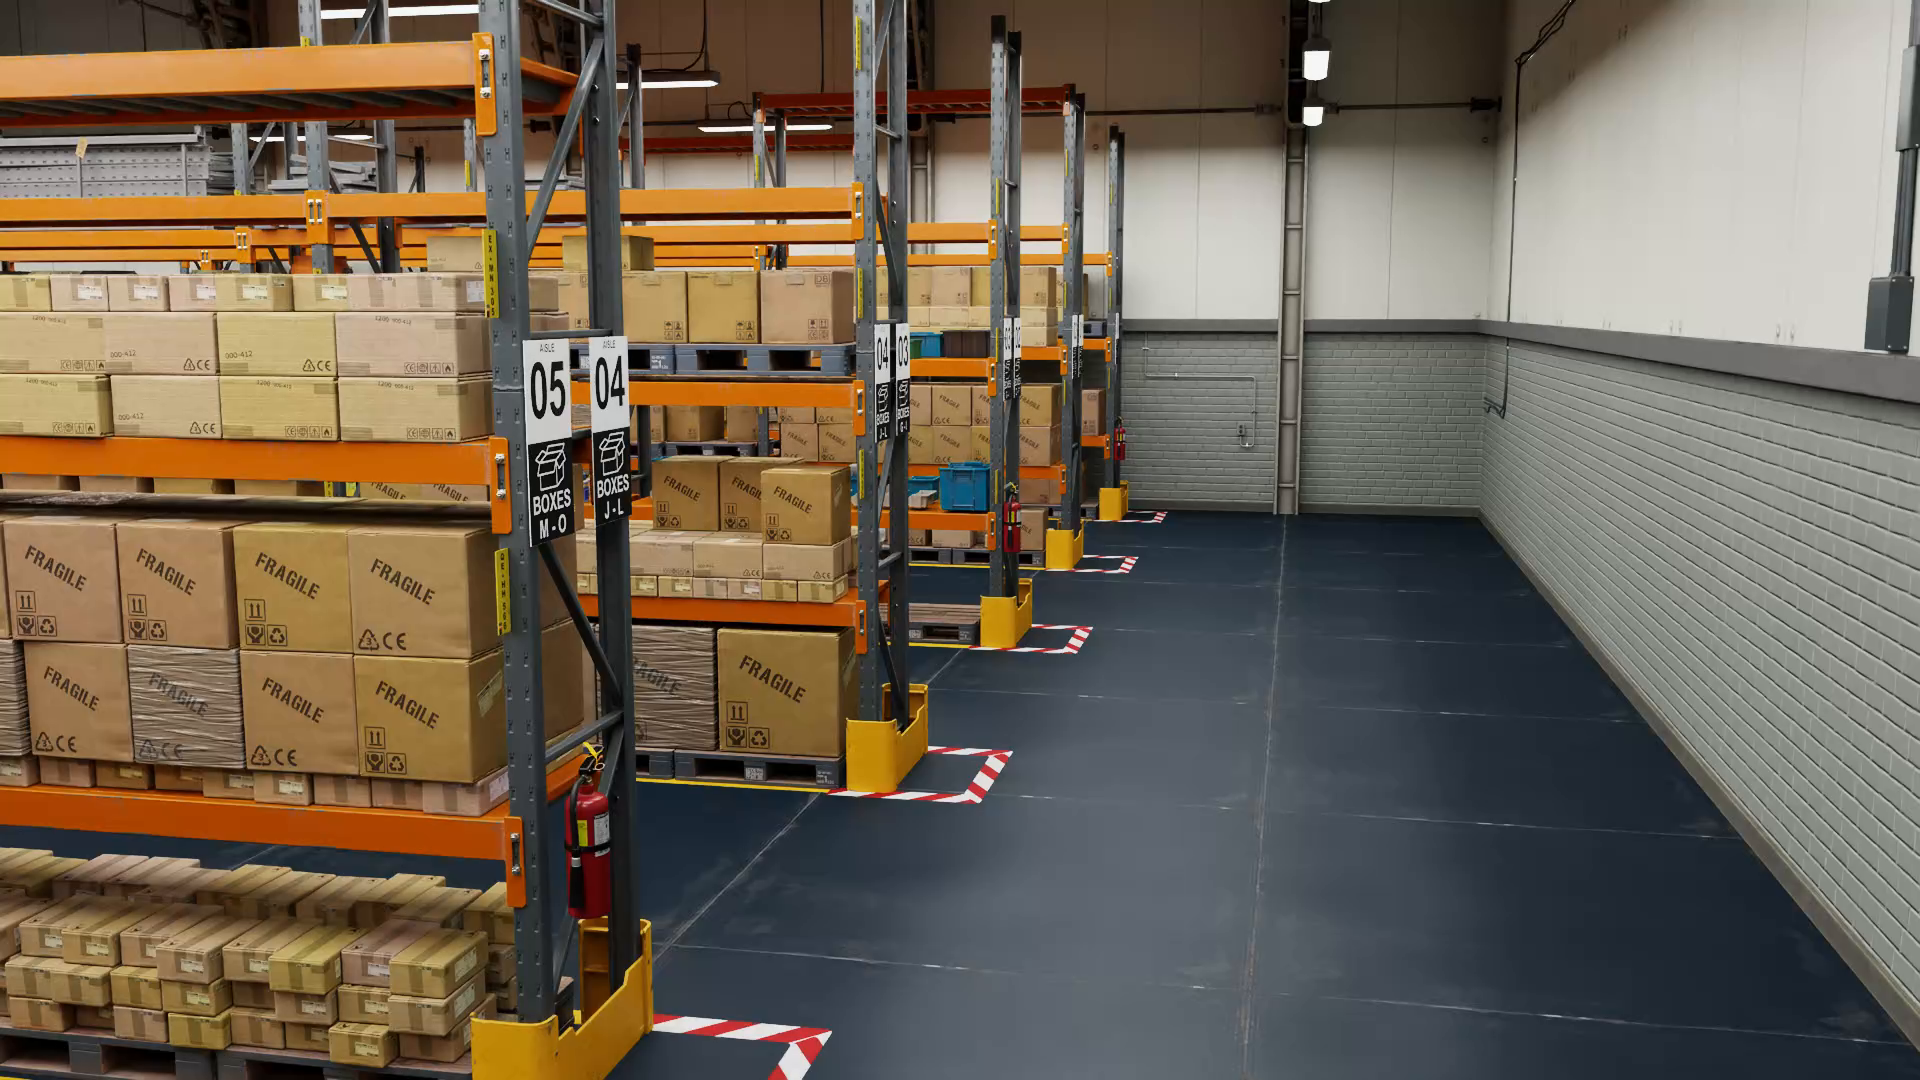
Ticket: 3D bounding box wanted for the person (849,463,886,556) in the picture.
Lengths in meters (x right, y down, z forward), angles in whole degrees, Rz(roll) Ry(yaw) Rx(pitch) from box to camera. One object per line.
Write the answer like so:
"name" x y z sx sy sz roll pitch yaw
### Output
"person" -1.038 0.007 17.747 0.470 1.666 0.543 1 8 10
